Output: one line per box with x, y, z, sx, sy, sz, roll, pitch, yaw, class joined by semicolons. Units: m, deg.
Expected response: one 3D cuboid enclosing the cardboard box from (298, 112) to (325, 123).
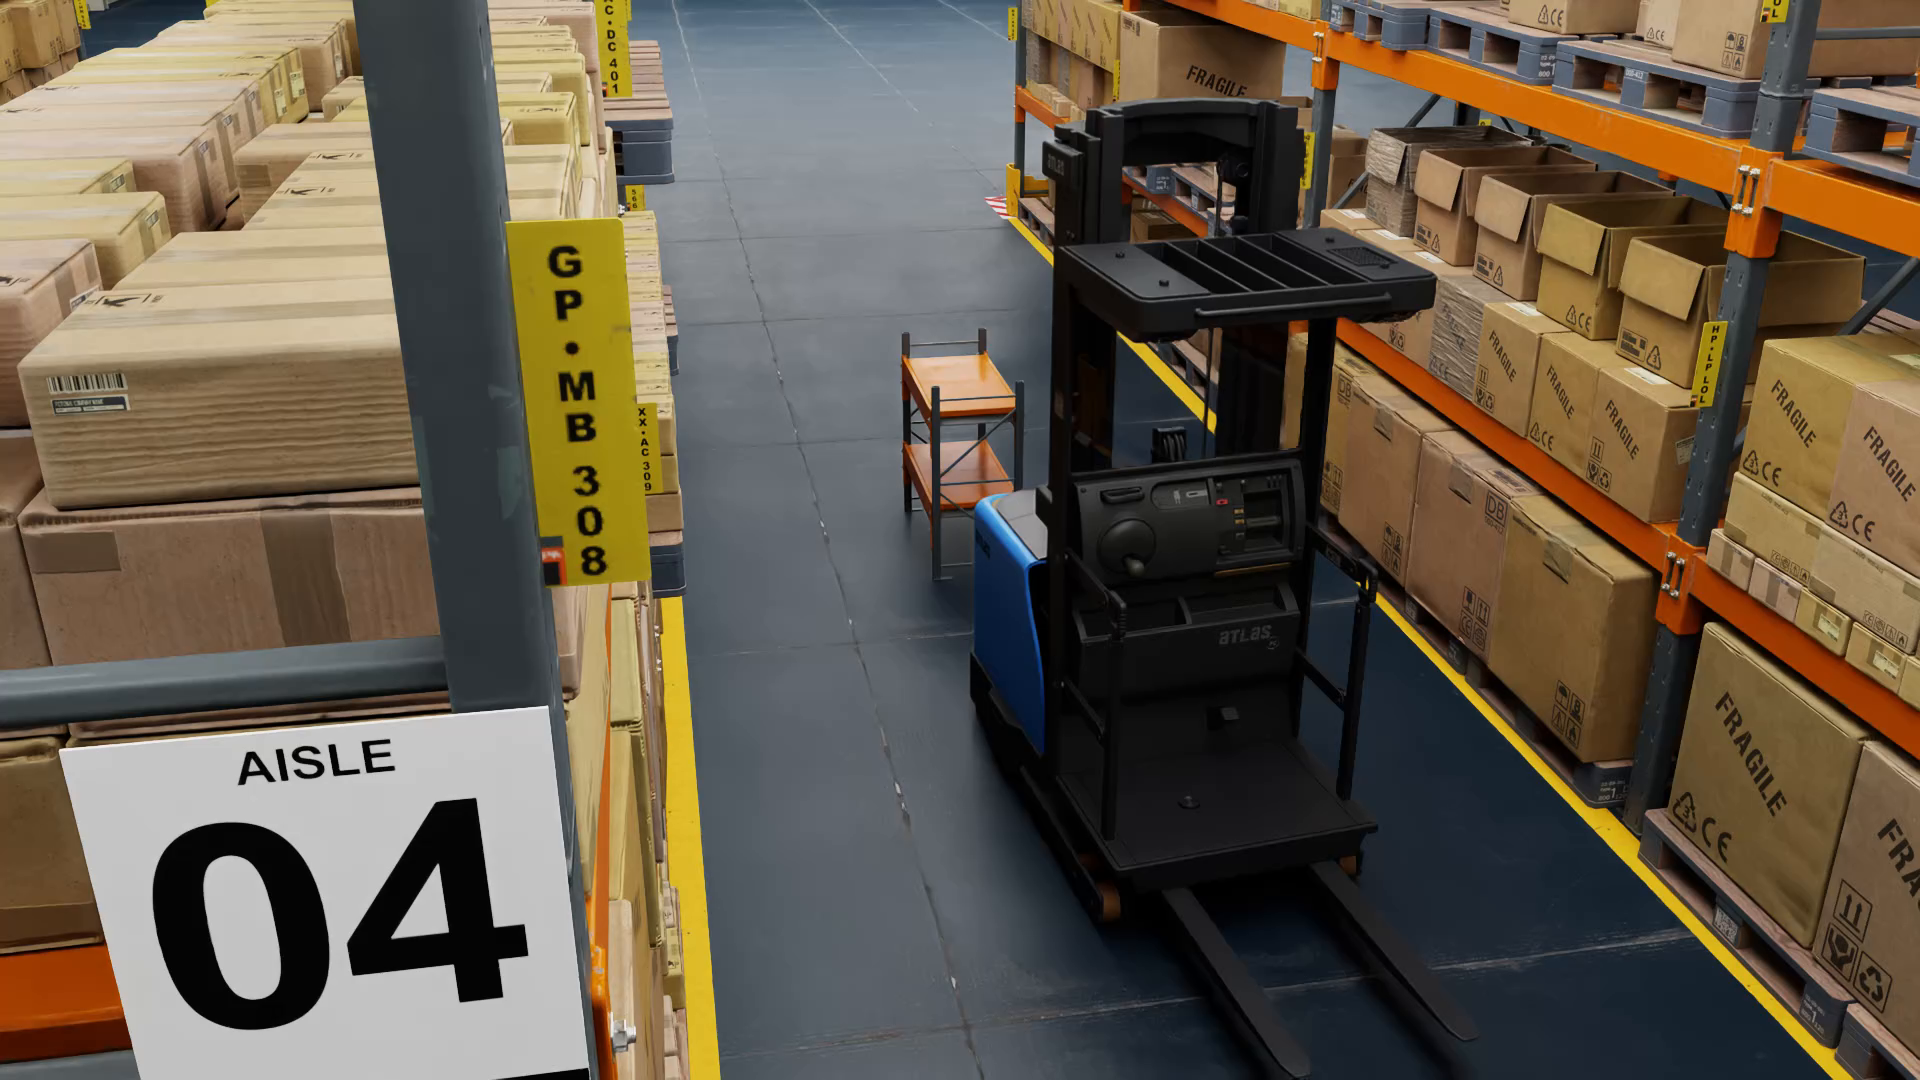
-1.578;-0.801;3.652;0.500;0.250;0.500;-4;24;-9;cardboard box

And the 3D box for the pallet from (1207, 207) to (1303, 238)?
2.319;-1.954;10.715;1.213;0.211;1.003;-4;24;-10;pallet

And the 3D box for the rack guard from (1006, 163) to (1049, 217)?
1.090;-3.741;17.690;1.175;0.500;0.348;-4;24;-10;rack guard

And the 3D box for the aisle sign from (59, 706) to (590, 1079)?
-0.550;0.520;1.564;0.394;0.787;0.004;-4;24;-10;aisle sign

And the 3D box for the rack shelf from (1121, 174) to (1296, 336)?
2.186;-2.226;11.999;1.077;0.370;4.000;-4;24;-10;rack shelf

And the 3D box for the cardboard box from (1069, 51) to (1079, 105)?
1.492;-4.295;15.339;0.875;0.500;0.500;-4;24;-10;cardboard box

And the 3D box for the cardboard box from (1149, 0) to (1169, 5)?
1.888;-4.375;14.274;0.500;0.500;0.500;-4;24;-10;cardboard box

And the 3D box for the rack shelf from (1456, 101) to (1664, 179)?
6.313;-4.166;16.440;1.077;0.370;4.000;-4;24;-10;rack shelf

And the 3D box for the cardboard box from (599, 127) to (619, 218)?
-1.242;-1.001;4.735;0.500;0.250;0.500;-4;24;-9;cardboard box

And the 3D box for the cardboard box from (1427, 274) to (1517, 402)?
2.664;-1.003;8.174;0.500;0.500;0.500;-4;24;-10;cardboard box

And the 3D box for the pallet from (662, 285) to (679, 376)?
-2.101;-1.082;8.718;1.213;0.211;1.003;-4;24;-10;pallet

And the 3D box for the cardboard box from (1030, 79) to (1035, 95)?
0.922;-4.571;16.783;0.380;0.149;0.250;-4;24;-10;cardboard box

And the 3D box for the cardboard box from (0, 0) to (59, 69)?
-8.072;-4.246;13.977;0.700;0.500;0.500;-5;24;-10;cardboard box

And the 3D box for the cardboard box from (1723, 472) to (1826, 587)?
3.125;-0.059;5.954;0.500;0.250;0.500;-5;24;-11;cardboard box

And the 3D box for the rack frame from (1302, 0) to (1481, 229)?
2.555;-1.769;10.053;1.000;3.000;0.127;-4;24;-10;rack frame

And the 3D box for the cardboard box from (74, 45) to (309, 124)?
-1.586;-0.933;3.456;0.380;0.149;0.250;-3;24;-7;cardboard box

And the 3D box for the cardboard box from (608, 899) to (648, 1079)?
-0.681;0.868;2.269;0.500;0.500;0.500;-4;24;-10;cardboard box

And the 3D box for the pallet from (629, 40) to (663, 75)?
-1.802;-1.816;6.646;1.213;0.211;1.003;-4;24;-10;pallet

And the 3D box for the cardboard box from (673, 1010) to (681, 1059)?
-1.113;1.582;5.417;0.380;0.149;0.250;-5;24;-12;cardboard box

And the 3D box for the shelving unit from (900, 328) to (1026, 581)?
0.001;-0.513;9.519;0.538;1.125;1.048;-4;24;-10;shelving unit

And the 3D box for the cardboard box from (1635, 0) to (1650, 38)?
3.167;-2.245;7.183;0.380;0.149;0.250;-5;24;-12;cardboard box

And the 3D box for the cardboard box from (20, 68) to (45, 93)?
-8.115;-3.777;14.154;0.500;0.500;0.500;-4;24;-10;cardboard box

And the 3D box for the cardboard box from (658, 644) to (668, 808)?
-1.474;0.774;6.828;0.500;0.500;0.500;-3;24;-8;cardboard box

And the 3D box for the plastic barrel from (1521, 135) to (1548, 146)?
6.140;-4.082;17.932;0.421;0.512;0.421;0;24;0;plastic barrel

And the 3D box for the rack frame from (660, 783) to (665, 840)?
-1.598;0.131;5.701;1.000;3.000;0.127;-4;24;-10;rack frame

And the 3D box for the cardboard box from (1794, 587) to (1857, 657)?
3.121;0.267;5.705;0.380;0.149;0.250;-4;24;-8;cardboard box

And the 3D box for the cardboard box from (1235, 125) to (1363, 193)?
2.215;-2.429;10.915;0.700;0.500;0.500;-1;24;-2;cardboard box

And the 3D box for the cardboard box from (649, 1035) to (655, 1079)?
-0.794;1.117;2.948;0.500;0.500;0.500;-4;24;-10;cardboard box

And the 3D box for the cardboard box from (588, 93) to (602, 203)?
-1.077;-0.831;3.719;0.500;0.250;0.500;-3;24;-8;cardboard box

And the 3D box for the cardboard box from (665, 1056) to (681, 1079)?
-0.963;1.601;4.630;0.380;0.149;0.250;-5;24;-12;cardboard box

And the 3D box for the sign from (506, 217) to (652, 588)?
-0.325;-0.111;1.416;0.100;0.325;0.005;-4;24;-10;sign

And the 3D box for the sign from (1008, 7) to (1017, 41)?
0.543;-5.272;16.993;0.100;0.325;0.005;-4;24;-10;sign

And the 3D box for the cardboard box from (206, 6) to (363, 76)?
-1.663;-1.250;4.181;0.380;0.149;0.250;-5;24;-10;cardboard box

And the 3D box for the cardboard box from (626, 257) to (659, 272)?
-1.612;-1.231;7.867;0.380;0.149;0.250;-4;24;-10;cardboard box

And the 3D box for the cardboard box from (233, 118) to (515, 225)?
-0.898;-0.560;2.602;0.380;0.149;0.250;-4;24;-8;cardboard box

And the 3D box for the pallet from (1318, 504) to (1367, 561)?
2.627;-0.176;9.889;1.003;0.211;1.213;-4;24;-10;pallet

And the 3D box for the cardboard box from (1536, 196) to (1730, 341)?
3.053;-1.223;7.424;0.797;0.503;0.637;-4;24;-9;cardboard box

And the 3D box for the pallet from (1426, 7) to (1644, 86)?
2.936;-2.368;7.913;1.003;0.211;1.213;-3;24;-7;pallet

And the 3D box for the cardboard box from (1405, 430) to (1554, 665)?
2.991;-0.016;8.170;1.225;0.875;0.875;-5;24;-12;cardboard box

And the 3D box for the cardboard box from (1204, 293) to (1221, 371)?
2.185;-1.527;12.072;0.700;0.500;0.500;-2;24;-5;cardboard box

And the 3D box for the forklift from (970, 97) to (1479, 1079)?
0.956;-0.049;6.201;1.130;2.935;3.031;-7;24;-15;forklift

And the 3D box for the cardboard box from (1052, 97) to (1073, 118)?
1.077;-4.074;15.644;0.380;0.149;0.250;-4;24;-10;cardboard box

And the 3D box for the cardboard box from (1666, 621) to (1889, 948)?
3.338;0.851;6.184;0.875;0.875;0.875;-4;24;-10;cardboard box

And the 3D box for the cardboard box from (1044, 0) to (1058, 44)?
1.089;-4.926;15.535;0.500;0.500;0.500;-4;24;-10;cardboard box

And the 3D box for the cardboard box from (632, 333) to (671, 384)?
-1.365;-0.716;6.688;0.380;0.149;0.250;-5;24;-10;cardboard box

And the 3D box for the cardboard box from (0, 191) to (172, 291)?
-1.206;-0.327;2.068;0.380;0.149;0.250;-5;24;-11;cardboard box

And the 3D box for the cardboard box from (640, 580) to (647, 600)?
-1.145;-0.141;4.580;0.500;0.500;0.500;-5;24;-11;cardboard box

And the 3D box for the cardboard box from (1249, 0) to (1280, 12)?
2.121;-3.438;10.314;0.500;0.250;0.500;-4;24;-10;cardboard box

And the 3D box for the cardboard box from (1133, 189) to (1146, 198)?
1.476;-3.013;15.499;0.500;0.500;0.500;-6;24;-14;cardboard box

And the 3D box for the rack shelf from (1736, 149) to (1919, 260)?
3.665;-0.454;4.193;1.077;0.370;4.000;-4;24;-10;rack shelf

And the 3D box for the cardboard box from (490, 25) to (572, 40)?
-1.071;-1.074;3.778;0.380;0.149;0.250;-5;24;-12;cardboard box
